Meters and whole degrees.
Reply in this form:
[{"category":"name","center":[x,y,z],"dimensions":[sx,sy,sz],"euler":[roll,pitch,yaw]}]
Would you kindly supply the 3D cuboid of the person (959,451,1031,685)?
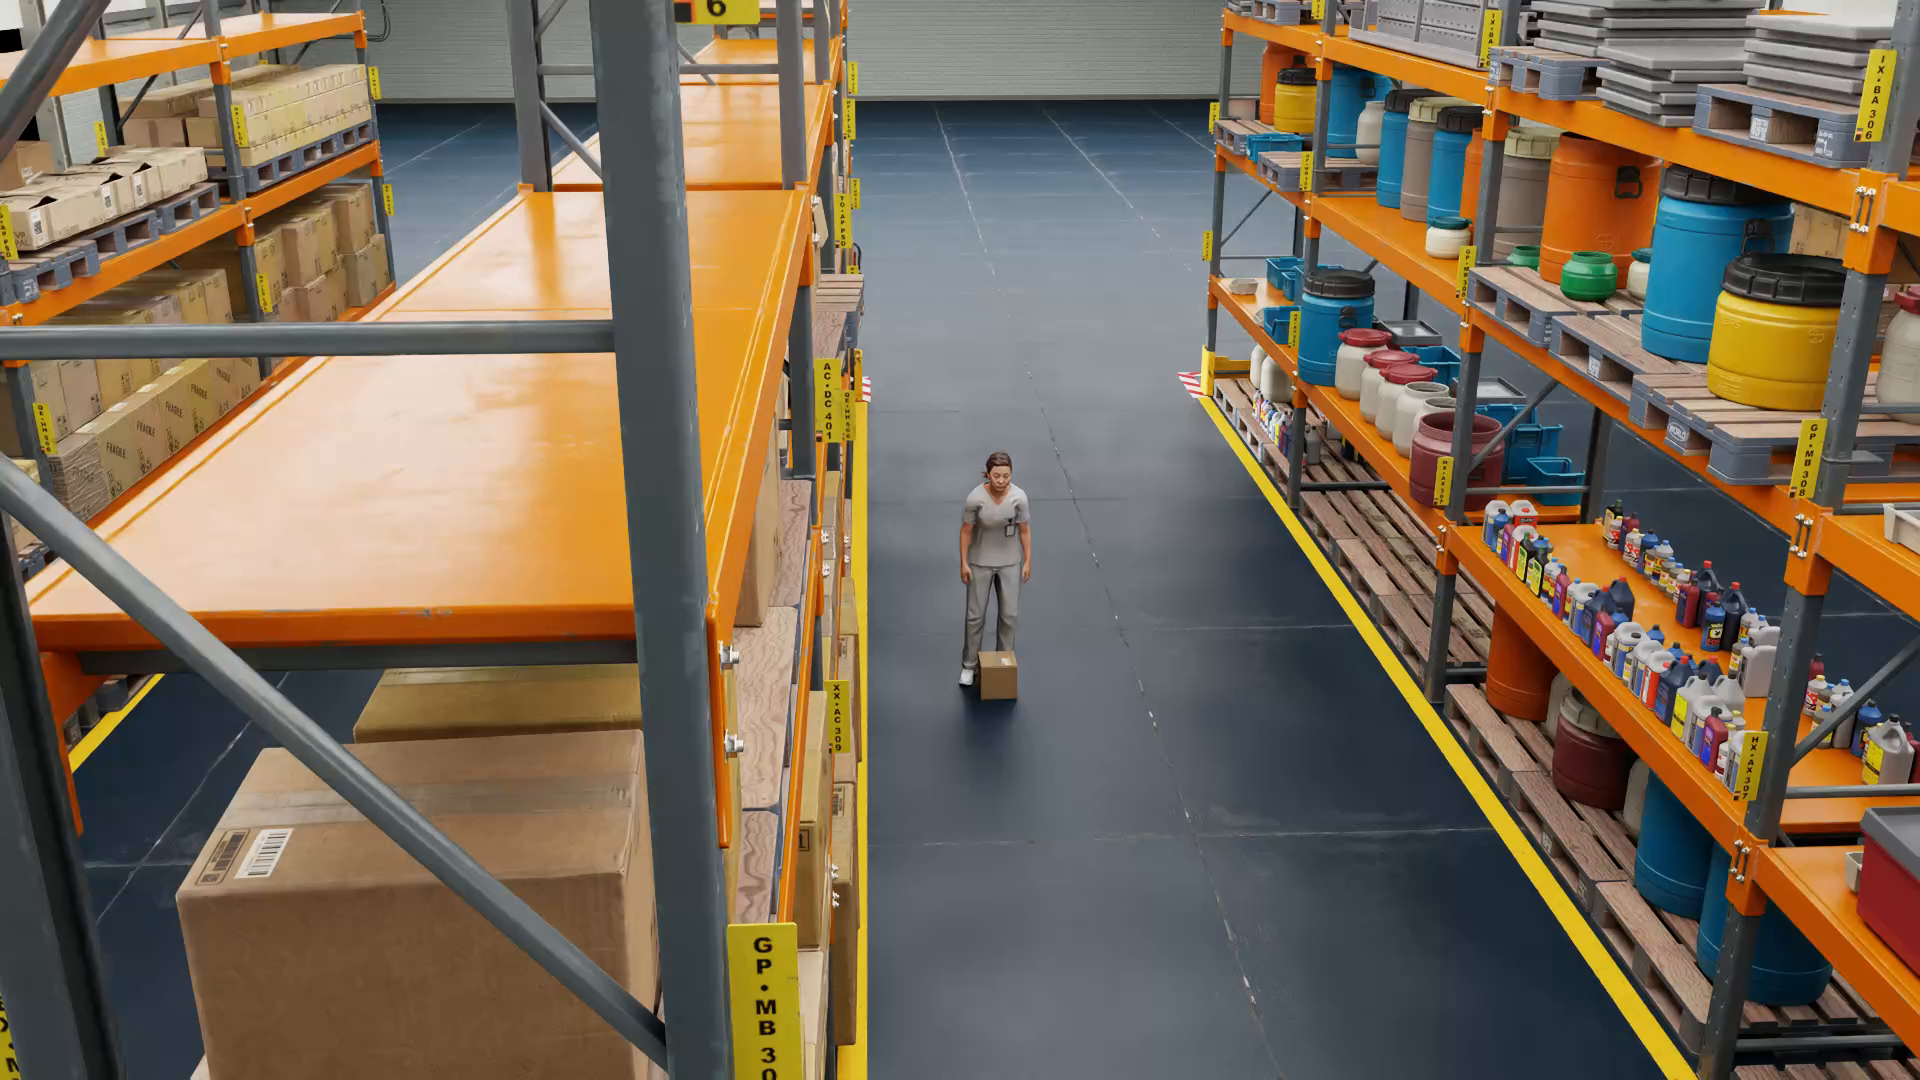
[{"category":"person","center":[0.240,0.187,11.403],"dimensions":[0.507,1.673,0.406],"euler":[-2,21,-5]}]
